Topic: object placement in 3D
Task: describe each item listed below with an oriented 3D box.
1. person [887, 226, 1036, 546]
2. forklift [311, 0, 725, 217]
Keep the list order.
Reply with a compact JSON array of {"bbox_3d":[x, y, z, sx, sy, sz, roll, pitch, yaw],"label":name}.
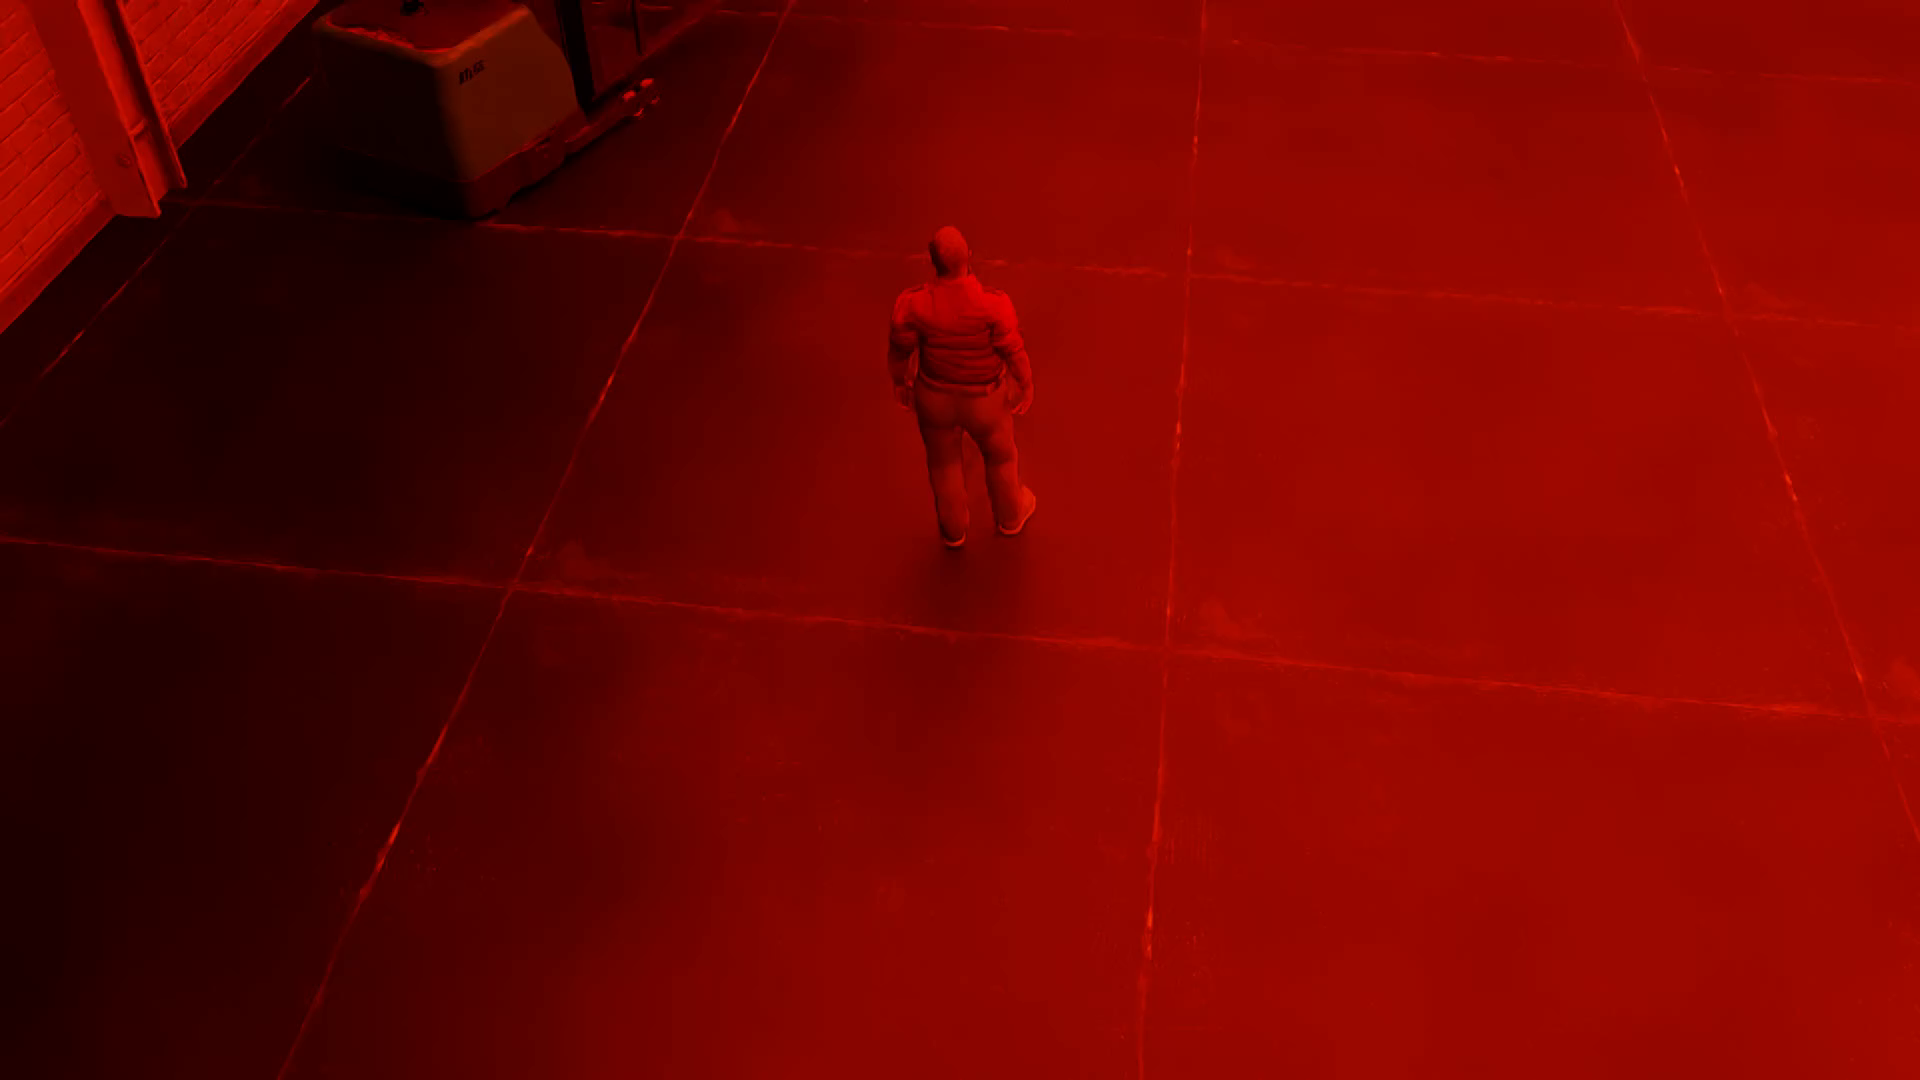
[{"bbox_3d":[0.024,-0.701,7.365,0.640,1.727,0.550,5,43,6],"label":"person"},{"bbox_3d":[-2.626,-3.987,10.064,1.130,2.935,3.031,19,46,20],"label":"forklift"}]
